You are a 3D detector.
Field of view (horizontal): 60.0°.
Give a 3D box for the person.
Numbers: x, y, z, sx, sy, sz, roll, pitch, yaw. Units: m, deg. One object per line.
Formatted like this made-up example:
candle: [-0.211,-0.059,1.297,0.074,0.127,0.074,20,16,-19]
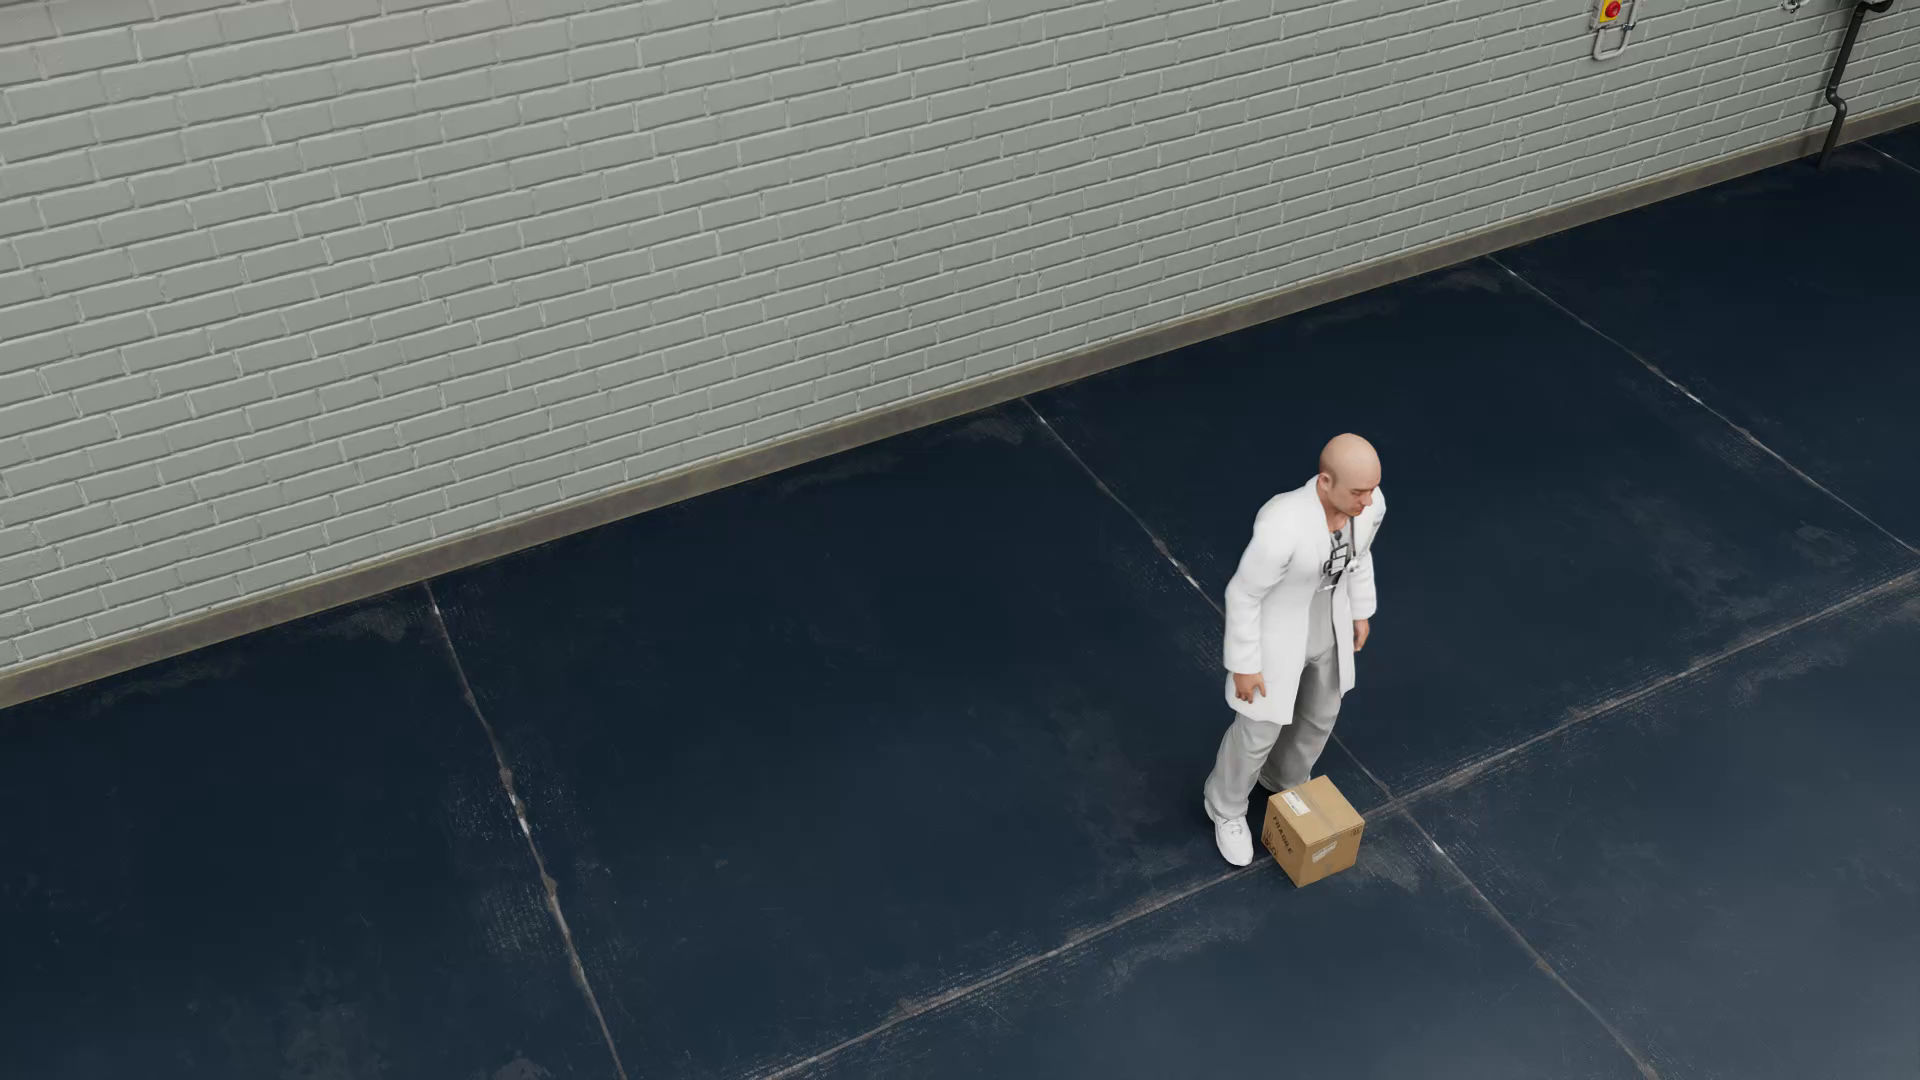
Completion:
person: [1.167,0.351,5.761,0.644,1.774,0.424,-18,44,-20]
